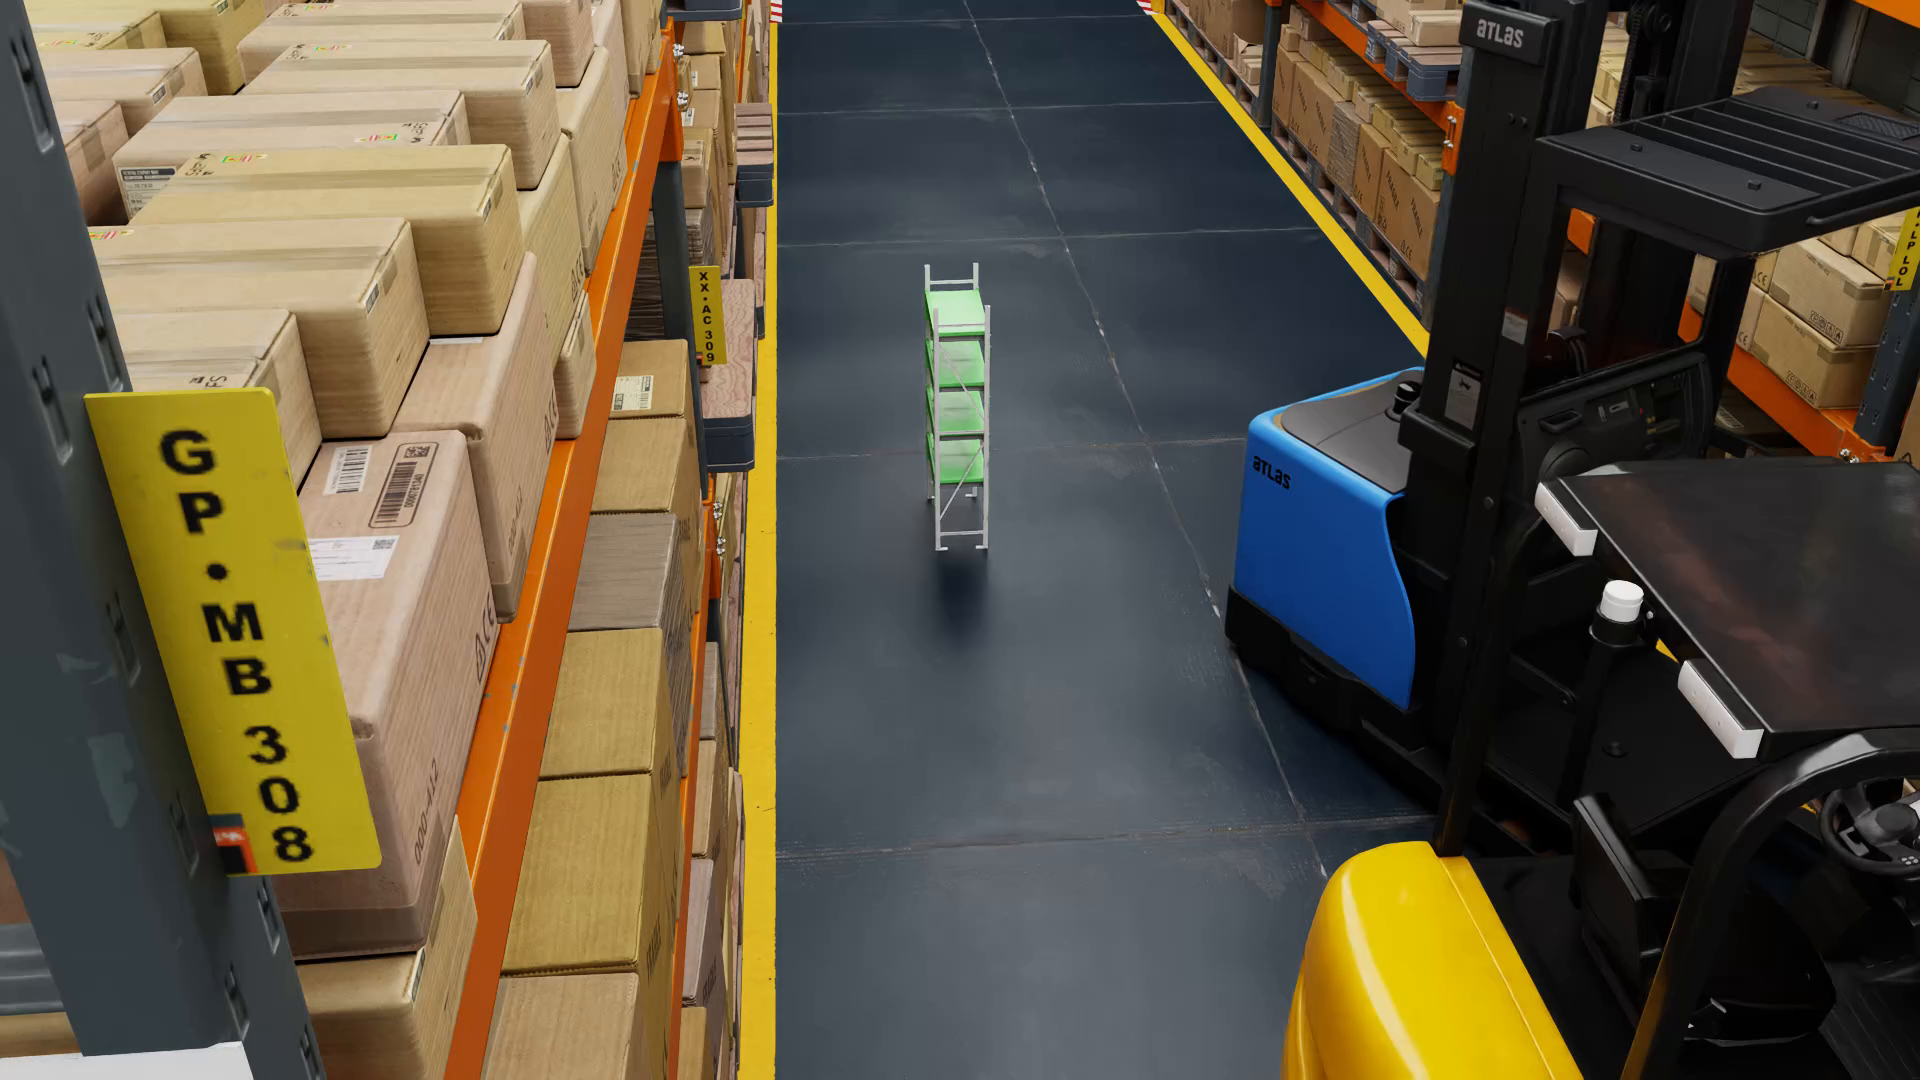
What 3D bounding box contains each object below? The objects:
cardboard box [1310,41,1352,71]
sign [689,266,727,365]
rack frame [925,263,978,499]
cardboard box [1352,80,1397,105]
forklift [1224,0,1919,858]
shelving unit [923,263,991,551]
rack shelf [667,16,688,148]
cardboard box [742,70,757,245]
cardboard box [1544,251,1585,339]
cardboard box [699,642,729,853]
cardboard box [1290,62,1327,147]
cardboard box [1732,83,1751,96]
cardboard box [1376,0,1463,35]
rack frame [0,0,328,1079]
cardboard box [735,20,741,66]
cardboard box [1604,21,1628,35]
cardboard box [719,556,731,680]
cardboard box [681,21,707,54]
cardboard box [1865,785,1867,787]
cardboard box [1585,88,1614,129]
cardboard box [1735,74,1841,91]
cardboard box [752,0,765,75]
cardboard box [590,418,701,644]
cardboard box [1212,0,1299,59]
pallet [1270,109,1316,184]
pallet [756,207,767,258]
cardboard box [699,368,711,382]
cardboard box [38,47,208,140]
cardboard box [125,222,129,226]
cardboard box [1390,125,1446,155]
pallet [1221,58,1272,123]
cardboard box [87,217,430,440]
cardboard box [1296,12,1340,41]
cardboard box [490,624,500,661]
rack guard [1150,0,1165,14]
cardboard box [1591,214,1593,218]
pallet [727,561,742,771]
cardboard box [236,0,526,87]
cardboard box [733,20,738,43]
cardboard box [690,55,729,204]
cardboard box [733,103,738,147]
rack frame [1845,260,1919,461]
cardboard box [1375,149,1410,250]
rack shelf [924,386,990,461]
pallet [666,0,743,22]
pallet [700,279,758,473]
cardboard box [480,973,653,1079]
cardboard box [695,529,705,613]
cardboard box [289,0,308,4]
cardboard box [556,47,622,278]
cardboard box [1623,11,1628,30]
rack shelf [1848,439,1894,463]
[{"bbox_3d":[2.780,-3.535,12.139,0.380,0.149,0.250,-4,31,-7],"label":"cardboard box"},{"bbox_3d":[-0.781,-0.691,5.138,0.100,0.325,0.005,-3,31,-5],"label":"sign"},{"bbox_3d":[-0.038,-0.724,7.792,0.240,1.200,0.015,-3,31,-5],"label":"rack frame"},{"bbox_3d":[2.880,-3.003,11.248,0.380,0.149,0.250,-3,31,-4],"label":"cardboard box"},{"bbox_3d":[2.303,-0.303,5.399,1.130,2.935,3.031,-17,35,-27],"label":"forklift"},{"bbox_3d":[-0.015,-0.600,7.584,0.258,1.200,0.503,-3,31,-5],"label":"shelving unit"},{"bbox_3d":[-1.508,-2.290,6.434,1.077,0.370,4.000,-3,31,-5],"label":"rack shelf"},{"bbox_3d":[-1.756,-2.412,10.525,0.875,0.875,0.875,-2,31,-4],"label":"cardboard box"},{"bbox_3d":[3.360,-1.080,8.539,0.875,0.625,0.625,-2,31,-3],"label":"cardboard box"},{"bbox_3d":[-0.999,0.678,5.230,0.500,0.500,0.500,-3,31,-5],"label":"cardboard box"},{"bbox_3d":[2.754,-3.192,12.196,0.500,0.500,0.500,-3,31,-5],"label":"cardboard box"},{"bbox_3d":[3.235,-1.929,7.325,0.380,0.149,0.250,-3,31,-5],"label":"cardboard box"},{"bbox_3d":[2.826,-3.210,9.936,0.500,0.250,0.500,-4,31,-7],"label":"cardboard box"},{"bbox_3d":[-0.944,-0.823,0.352,0.949,2.616,0.053,-3,31,-5],"label":"rack frame"},{"bbox_3d":[-1.599,-3.059,10.092,0.500,0.250,0.500,-2,31,-3],"label":"cardboard box"},{"bbox_3d":[3.059,-2.450,8.196,0.380,0.149,0.250,-2,31,-3],"label":"cardboard box"},{"bbox_3d":[-1.372,0.391,6.324,0.950,0.372,0.625,-2,31,-4],"label":"cardboard box"},{"bbox_3d":[-1.261,-2.139,6.977,0.380,0.149,0.250,-4,31,-7],"label":"cardboard box"},{"bbox_3d":[3.336,0.734,5.868,0.500,0.250,0.500,-2,31,-4],"label":"cardboard box"},{"bbox_3d":[3.122,-1.960,7.764,0.500,0.250,0.500,-4,31,-6],"label":"cardboard box"},{"bbox_3d":[3.641,-1.954,7.365,0.380,0.149,0.250,-2,31,-3],"label":"cardboard box"},{"bbox_3d":[-2.104,-4.237,14.007,0.875,0.438,0.875,-4,31,-6],"label":"cardboard box"},{"bbox_3d":[-0.977,0.017,4.408,0.500,0.500,0.500,-2,31,-3],"label":"cardboard box"},{"bbox_3d":[2.600,-4.478,14.350,0.700,0.500,0.500,-4,31,-6],"label":"cardboard box"},{"bbox_3d":[2.987,-3.003,12.572,1.003,0.211,1.213,-3,31,-5],"label":"pallet"},{"bbox_3d":[-1.804,-2.162,11.164,1.003,0.211,1.213,-3,31,-5],"label":"pallet"},{"bbox_3d":[-1.058,-0.659,5.764,0.380,0.149,0.250,-2,31,-4],"label":"cardboard box"},{"bbox_3d":[-1.287,-0.583,2.343,0.380,0.149,0.250,-4,31,-6],"label":"cardboard box"},{"bbox_3d":[-1.362,-0.368,2.372,0.500,0.250,0.500,-2,31,-3],"label":"cardboard box"},{"bbox_3d":[2.912,-2.471,10.358,0.380,0.149,0.250,-4,31,-6],"label":"cardboard box"},{"bbox_3d":[2.810,-3.767,13.851,1.003,0.211,1.213,-3,31,-5],"label":"pallet"},{"bbox_3d":[-0.779,-0.219,1.734,0.380,0.149,0.250,-3,31,-5],"label":"cardboard box"},{"bbox_3d":[2.714,-3.801,12.293,0.380,0.149,0.250,-4,31,-7],"label":"cardboard box"},{"bbox_3d":[-0.759,0.121,1.942,0.380,0.149,0.250,-2,31,-3],"label":"cardboard box"},{"bbox_3d":[2.507,-5.544,16.544,1.175,0.500,0.348,-3,31,-5],"label":"rack guard"},{"bbox_3d":[3.189,-1.484,7.456,0.500,0.250,0.500,-2,31,-3],"label":"cardboard box"},{"bbox_3d":[-1.395,0.510,6.690,1.003,0.211,1.213,-3,31,-5],"label":"pallet"},{"bbox_3d":[-0.888,-0.739,2.605,0.380,0.149,0.250,-2,31,-4],"label":"cardboard box"},{"bbox_3d":[-1.543,-3.016,9.534,0.500,0.250,0.500,-2,31,-3],"label":"cardboard box"},{"bbox_3d":[-1.218,-1.664,6.814,0.500,0.500,0.500,-4,31,-7],"label":"cardboard box"},{"bbox_3d":[-1.265,-1.988,7.989,0.380,0.149,0.250,-3,31,-5],"label":"cardboard box"},{"bbox_3d":[3.621,-0.529,5.711,1.000,3.000,0.127,-3,31,-5],"label":"rack frame"},{"bbox_3d":[2.957,-2.140,10.436,0.500,0.500,0.500,-3,31,-5],"label":"cardboard box"},{"bbox_3d":[-0.015,-0.545,7.617,0.258,0.148,0.480,-3,31,-5],"label":"rack shelf"},{"bbox_3d":[-1.273,-1.817,5.125,1.213,0.211,1.003,-3,31,-5],"label":"pallet"},{"bbox_3d":[-1.248,-0.604,6.024,1.003,0.211,1.213,-3,31,-5],"label":"pallet"},{"bbox_3d":[-0.767,1.063,2.658,0.500,0.500,0.500,-2,31,-3],"label":"cardboard box"},{"bbox_3d":[-0.957,0.095,4.911,0.380,0.149,0.250,-2,31,-3],"label":"cardboard box"},{"bbox_3d":[-1.476,-1.109,3.224,0.380,0.149,0.250,-4,31,-6],"label":"cardboard box"},{"bbox_3d":[-0.868,-0.650,2.845,0.500,0.250,0.500,-2,31,-4],"label":"cardboard box"},{"bbox_3d":[3.614,-2.608,8.461,0.380,0.149,0.250,-2,31,-3],"label":"cardboard box"},{"bbox_3d":[3.808,0.801,4.186,1.077,0.370,4.000,-3,31,-5],"label":"rack shelf"}]
